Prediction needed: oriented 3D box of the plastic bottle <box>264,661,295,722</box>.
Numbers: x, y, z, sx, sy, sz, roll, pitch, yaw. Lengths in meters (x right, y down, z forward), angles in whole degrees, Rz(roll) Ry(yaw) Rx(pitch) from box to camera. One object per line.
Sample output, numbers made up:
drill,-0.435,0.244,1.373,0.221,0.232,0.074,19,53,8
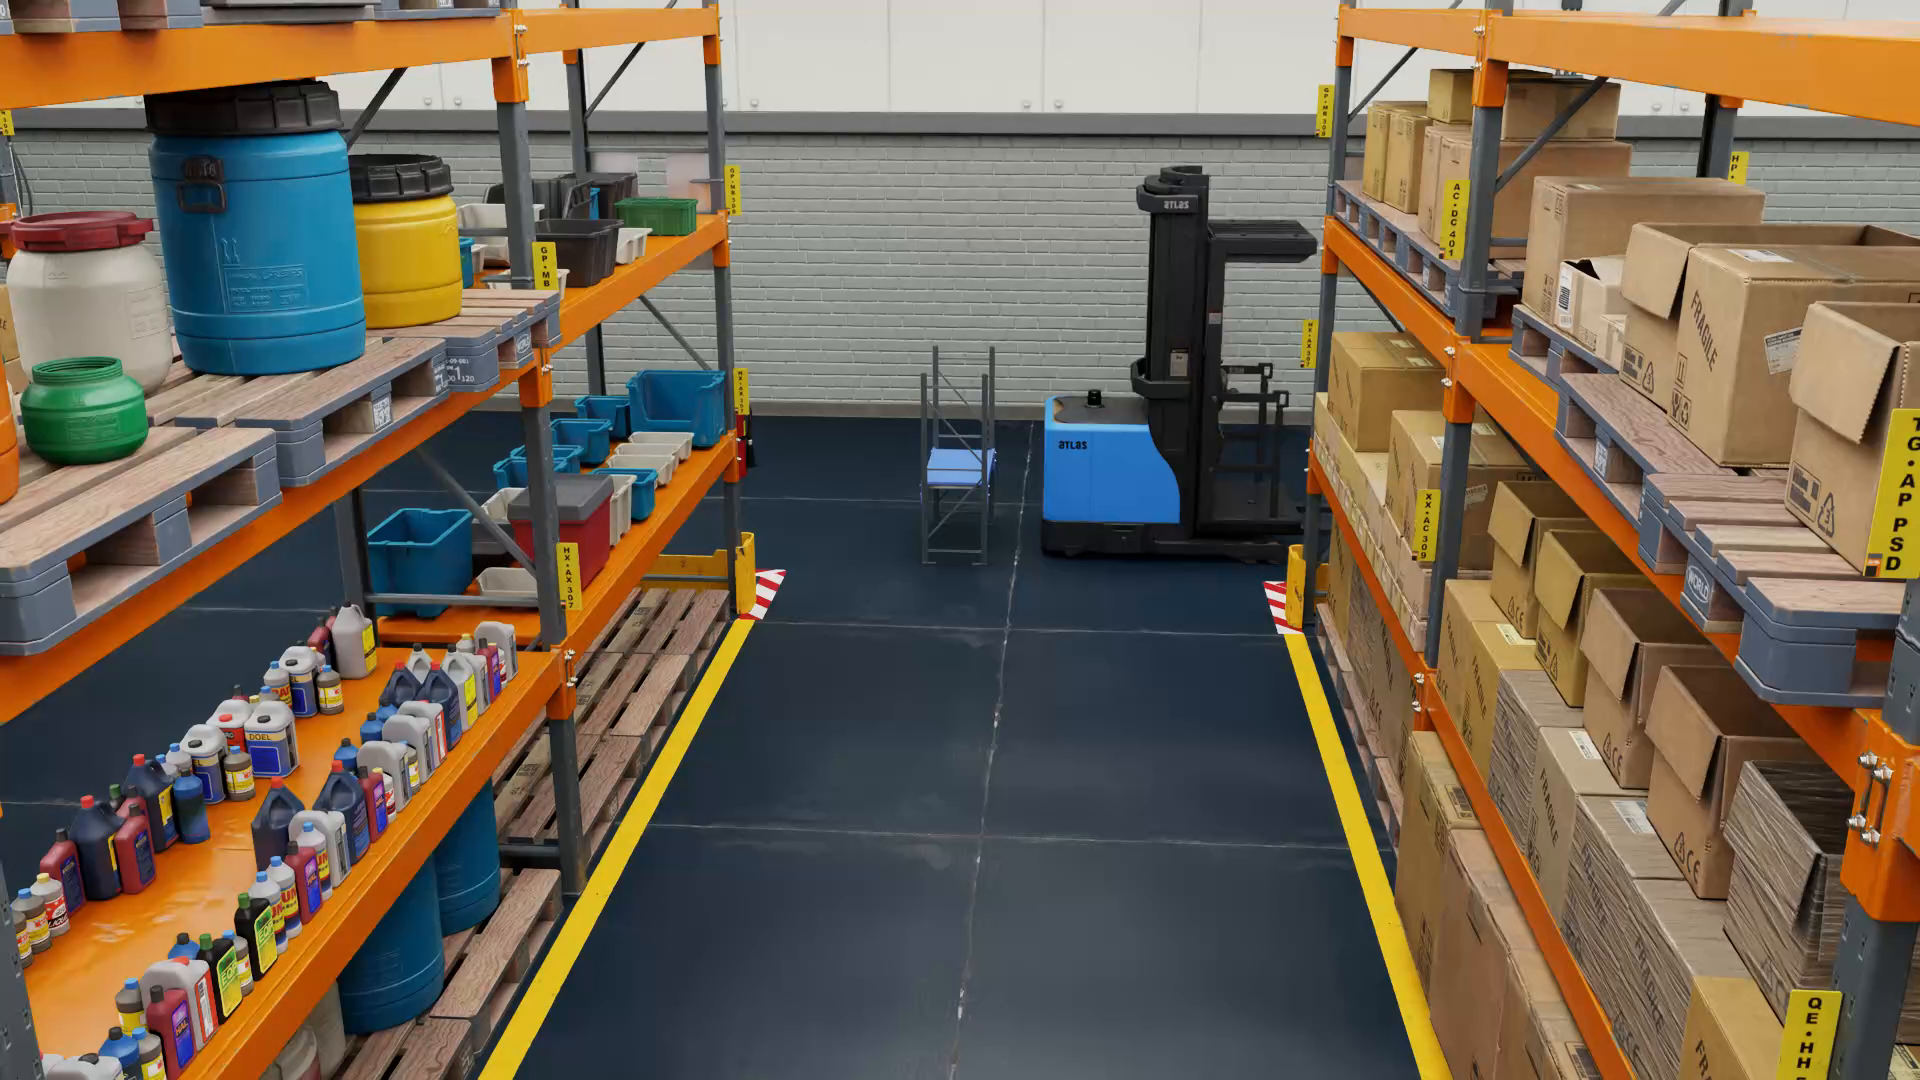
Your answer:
plastic bottle,-2.820,0.633,6.882,0.097,0.271,0.097,0,18,0

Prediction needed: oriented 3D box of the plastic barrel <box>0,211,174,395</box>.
plastic barrel,-2.655,-0.714,5.075,0.433,0.535,0.433,0,18,0

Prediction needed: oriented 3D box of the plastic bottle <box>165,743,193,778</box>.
plastic bottle,-2.877,0.879,6.131,0.097,0.271,0.097,0,18,0

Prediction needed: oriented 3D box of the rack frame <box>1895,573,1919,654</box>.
rack frame,2.308,-1.211,2.667,1.000,3.000,0.127,1,18,4

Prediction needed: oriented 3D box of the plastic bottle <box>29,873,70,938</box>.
plastic bottle,-2.936,1.170,5.354,0.097,0.201,0.097,0,18,0

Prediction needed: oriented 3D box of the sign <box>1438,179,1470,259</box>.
sign,2.041,-1.323,6.869,0.100,0.325,0.005,1,18,4

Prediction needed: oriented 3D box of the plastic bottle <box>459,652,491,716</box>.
plastic bottle,-2.077,0.589,7.007,0.152,0.276,0.135,1,18,4

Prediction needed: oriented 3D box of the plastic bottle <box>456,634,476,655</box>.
plastic bottle,-2.177,0.514,7.356,0.097,0.201,0.097,0,18,0

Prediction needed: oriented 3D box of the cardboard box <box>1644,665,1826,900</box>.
cardboard box,2.426,0.687,4.738,0.797,0.503,0.637,2,18,5

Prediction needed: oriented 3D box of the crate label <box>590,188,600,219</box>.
crate label,-2.447,-2.031,10.224,0.408,0.251,0.502,1,18,4

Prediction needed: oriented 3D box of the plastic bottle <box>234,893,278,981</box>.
plastic bottle,-2.174,1.202,5.126,0.061,0.283,0.133,1,18,4

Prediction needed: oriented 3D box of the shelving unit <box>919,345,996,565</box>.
shelving unit,-0.006,-0.686,13.109,0.538,1.500,1.048,1,18,4

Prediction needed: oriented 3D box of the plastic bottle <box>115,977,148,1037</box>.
plastic bottle,-2.371,1.356,4.787,0.097,0.201,0.097,0,18,0

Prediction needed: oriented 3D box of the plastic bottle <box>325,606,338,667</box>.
plastic bottle,-2.797,0.447,7.429,0.061,0.283,0.133,1,18,4

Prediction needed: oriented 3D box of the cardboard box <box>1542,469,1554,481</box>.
cardboard box,2.884,-0.172,7.689,0.500,0.500,0.500,1,18,4

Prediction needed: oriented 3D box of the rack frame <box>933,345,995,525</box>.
rack frame,0.030,-0.844,13.590,0.500,1.500,0.032,1,18,4

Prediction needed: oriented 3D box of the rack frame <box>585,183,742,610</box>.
rack frame,-2.058,-0.955,11.521,1.000,3.000,0.127,1,18,4

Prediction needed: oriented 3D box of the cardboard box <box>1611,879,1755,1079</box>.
cardboard box,2.138,1.279,4.542,0.500,0.500,0.500,1,18,3

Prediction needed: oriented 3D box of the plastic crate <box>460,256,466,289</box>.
plastic crate,-2.616,-1.176,7.718,0.450,0.188,0.662,1,18,4

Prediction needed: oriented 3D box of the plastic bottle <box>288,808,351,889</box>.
plastic bottle,-2.179,1.030,5.660,0.152,0.276,0.135,1,18,4

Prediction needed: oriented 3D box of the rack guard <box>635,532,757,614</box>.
rack guard,-2.070,0.225,11.934,1.175,0.500,0.348,1,18,4

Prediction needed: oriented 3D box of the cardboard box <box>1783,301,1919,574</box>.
cardboard box,2.280,-0.225,3.635,0.797,0.503,0.637,2,18,7

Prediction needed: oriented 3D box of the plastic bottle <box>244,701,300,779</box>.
plastic bottle,-2.673,0.772,6.448,0.152,0.276,0.135,1,18,4

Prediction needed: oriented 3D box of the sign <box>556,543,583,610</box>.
sign,-1.797,0.168,7.647,0.100,0.325,0.005,1,18,4

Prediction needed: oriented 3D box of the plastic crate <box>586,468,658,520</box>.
plastic crate,-1.950,-0.261,9.574,0.416,0.233,0.300,1,18,4

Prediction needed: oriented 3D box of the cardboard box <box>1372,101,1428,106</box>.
cardboard box,2.898,-2.402,10.123,0.700,0.500,0.500,0,18,1

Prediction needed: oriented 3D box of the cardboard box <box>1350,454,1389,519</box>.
cardboard box,2.476,-0.292,9.260,0.500,0.250,0.500,1,18,3

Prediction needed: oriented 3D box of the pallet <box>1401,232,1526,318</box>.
pallet,2.664,-1.239,7.714,1.003,0.211,1.213,1,18,4

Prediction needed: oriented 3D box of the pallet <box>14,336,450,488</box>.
pallet,-2.382,-0.451,5.467,1.003,0.211,1.213,1,18,4

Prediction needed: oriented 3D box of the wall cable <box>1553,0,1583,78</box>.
wall cable,6.725,-6.903,14.873,2.277,5.999,0.120,1,18,4

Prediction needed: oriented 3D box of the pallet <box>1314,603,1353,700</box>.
pallet,2.903,0.731,10.854,1.003,0.211,1.213,1,18,4

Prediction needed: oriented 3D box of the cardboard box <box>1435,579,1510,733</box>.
cardboard box,2.313,0.487,6.958,0.500,0.500,0.500,1,18,4

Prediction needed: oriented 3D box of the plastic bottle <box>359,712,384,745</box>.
plastic bottle,-2.249,0.793,6.393,0.097,0.271,0.097,0,18,0

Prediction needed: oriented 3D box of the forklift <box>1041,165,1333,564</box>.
forklift,2.172,-1.379,12.926,3.031,2.935,1.130,1,18,3

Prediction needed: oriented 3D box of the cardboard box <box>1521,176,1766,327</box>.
cardboard box,2.564,-1.094,6.294,0.700,0.500,0.500,2,18,5

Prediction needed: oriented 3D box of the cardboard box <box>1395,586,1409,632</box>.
cardboard box,2.308,0.335,7.987,0.380,0.149,0.250,2,18,5

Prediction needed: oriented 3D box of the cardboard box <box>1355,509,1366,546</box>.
cardboard box,2.401,-0.063,9.202,0.380,0.149,0.250,2,18,5

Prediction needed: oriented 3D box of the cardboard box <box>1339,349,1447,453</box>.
cardboard box,2.511,-0.812,9.642,0.500,0.500,0.500,1,18,2

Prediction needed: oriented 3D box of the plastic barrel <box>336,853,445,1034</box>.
plastic barrel,-2.452,1.473,6.805,0.600,0.901,0.708,1,18,4

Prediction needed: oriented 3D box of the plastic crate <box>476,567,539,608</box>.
plastic crate,-2.169,0.243,8.193,0.396,0.136,0.243,1,18,4

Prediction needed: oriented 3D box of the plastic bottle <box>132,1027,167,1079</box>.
plastic bottle,-2.236,1.431,4.558,0.097,0.201,0.097,0,18,0

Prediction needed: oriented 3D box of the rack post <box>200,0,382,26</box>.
rack post,-2.363,-1.695,4.946,0.937,0.300,0.954,3,18,10

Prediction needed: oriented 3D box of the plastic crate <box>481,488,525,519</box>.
plastic crate,-2.520,-0.164,9.432,0.293,0.136,0.466,1,18,4

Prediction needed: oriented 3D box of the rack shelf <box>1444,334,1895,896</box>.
rack shelf,2.452,-0.065,5.141,1.077,0.370,4.000,1,18,4

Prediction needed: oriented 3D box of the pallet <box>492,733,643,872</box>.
pallet,-2.331,1.383,8.863,1.003,0.211,1.213,1,18,4

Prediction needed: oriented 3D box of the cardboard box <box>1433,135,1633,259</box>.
cardboard box,2.591,-1.567,7.574,0.700,0.500,0.500,0,18,1

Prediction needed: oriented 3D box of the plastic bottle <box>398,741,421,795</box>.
plastic bottle,-2.104,0.860,6.301,0.097,0.201,0.097,0,18,0

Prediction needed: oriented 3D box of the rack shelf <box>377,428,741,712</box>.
rack shelf,-2.202,0.008,9.737,1.077,0.370,4.000,1,18,4

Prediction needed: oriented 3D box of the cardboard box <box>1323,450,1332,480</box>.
cardboard box,2.492,-0.463,10.423,0.380,0.149,0.250,1,18,3
